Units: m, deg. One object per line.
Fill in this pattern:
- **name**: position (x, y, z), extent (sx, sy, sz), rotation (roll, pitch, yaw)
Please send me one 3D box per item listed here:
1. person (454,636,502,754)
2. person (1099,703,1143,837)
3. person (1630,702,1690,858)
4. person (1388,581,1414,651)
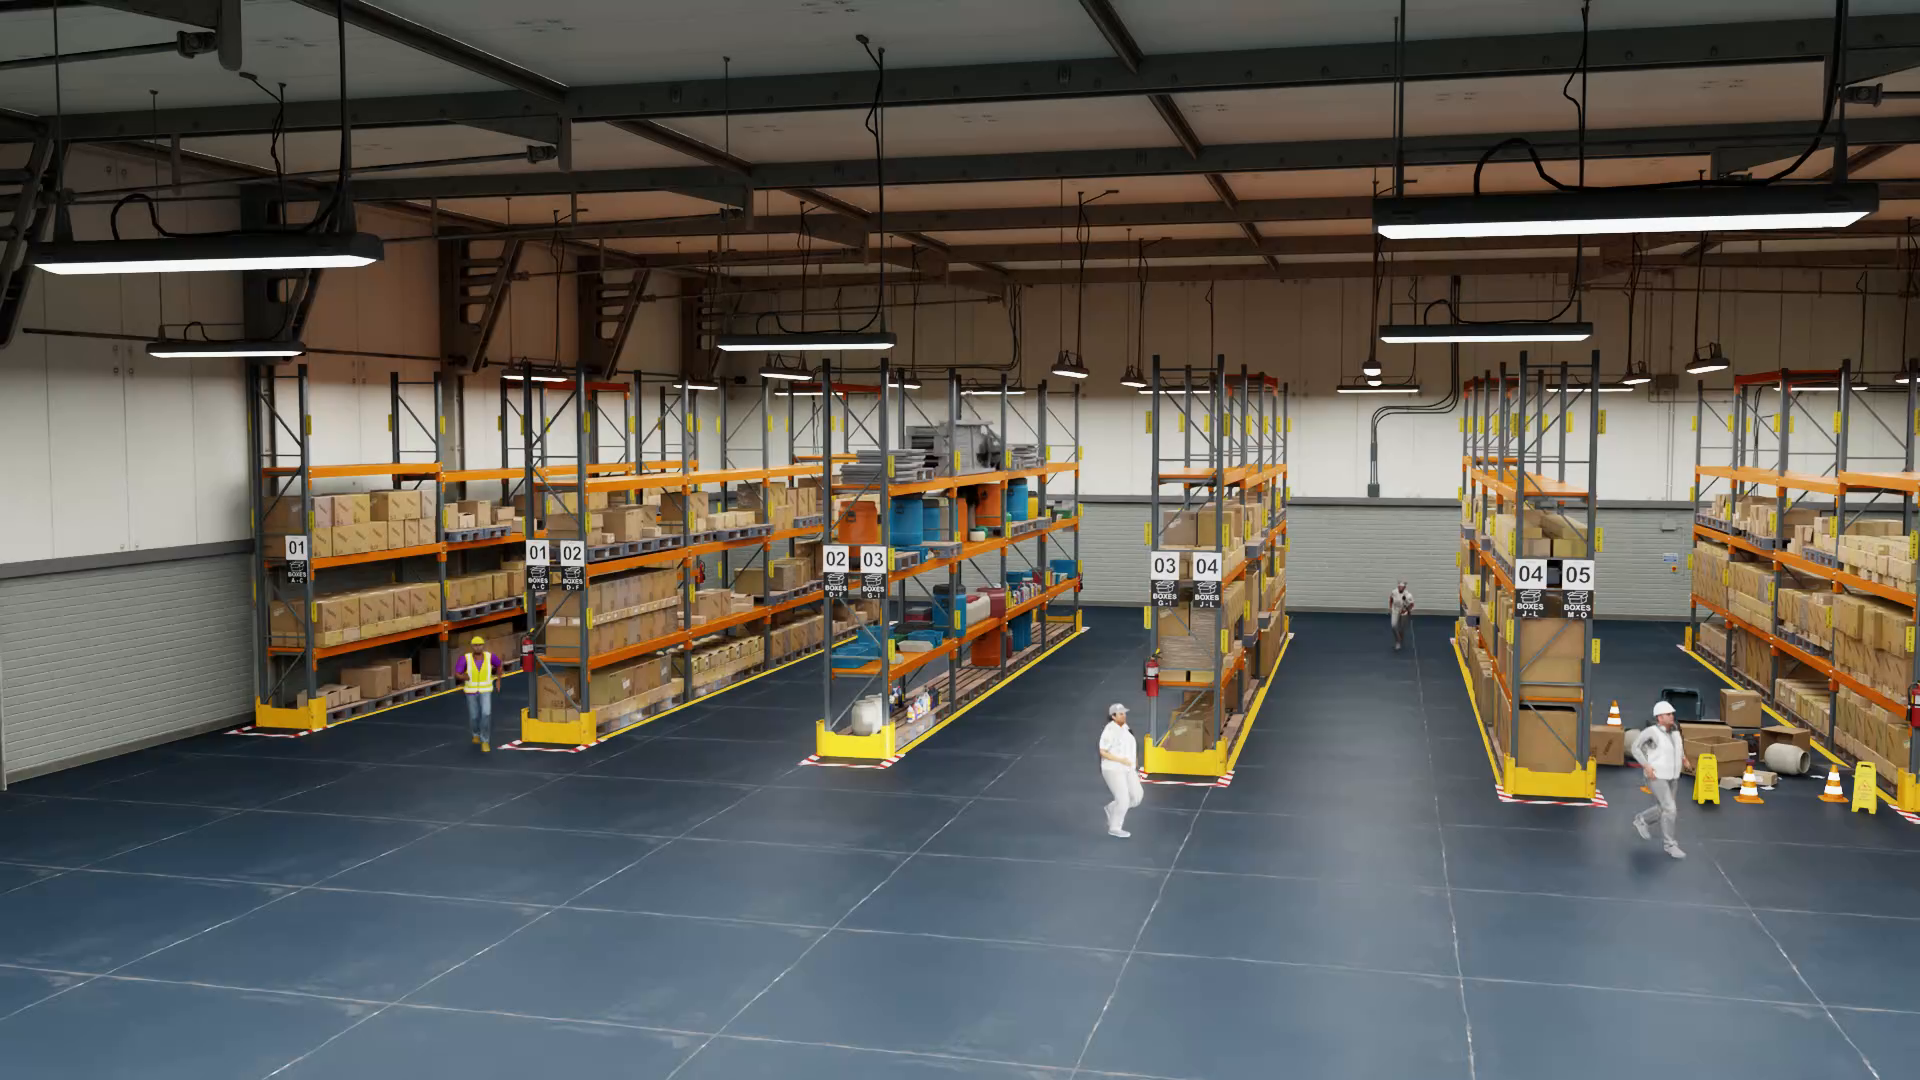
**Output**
- **person**: position (-7.432, 2.364, 25.674), extent (0.717, 1.790, 0.825), rotation (-1, 4, -15)
- **person**: position (1.948, 2.796, 20.247), extent (0.568, 1.618, 0.602), rotation (3, 5, 39)
- **person**: position (8.226, 2.776, 19.551), extent (0.669, 1.777, 0.824), rotation (-2, 4, -28)
- **person**: position (9.913, 1.655, 37.291), extent (0.588, 1.567, 0.820), rotation (2, 4, 27)
